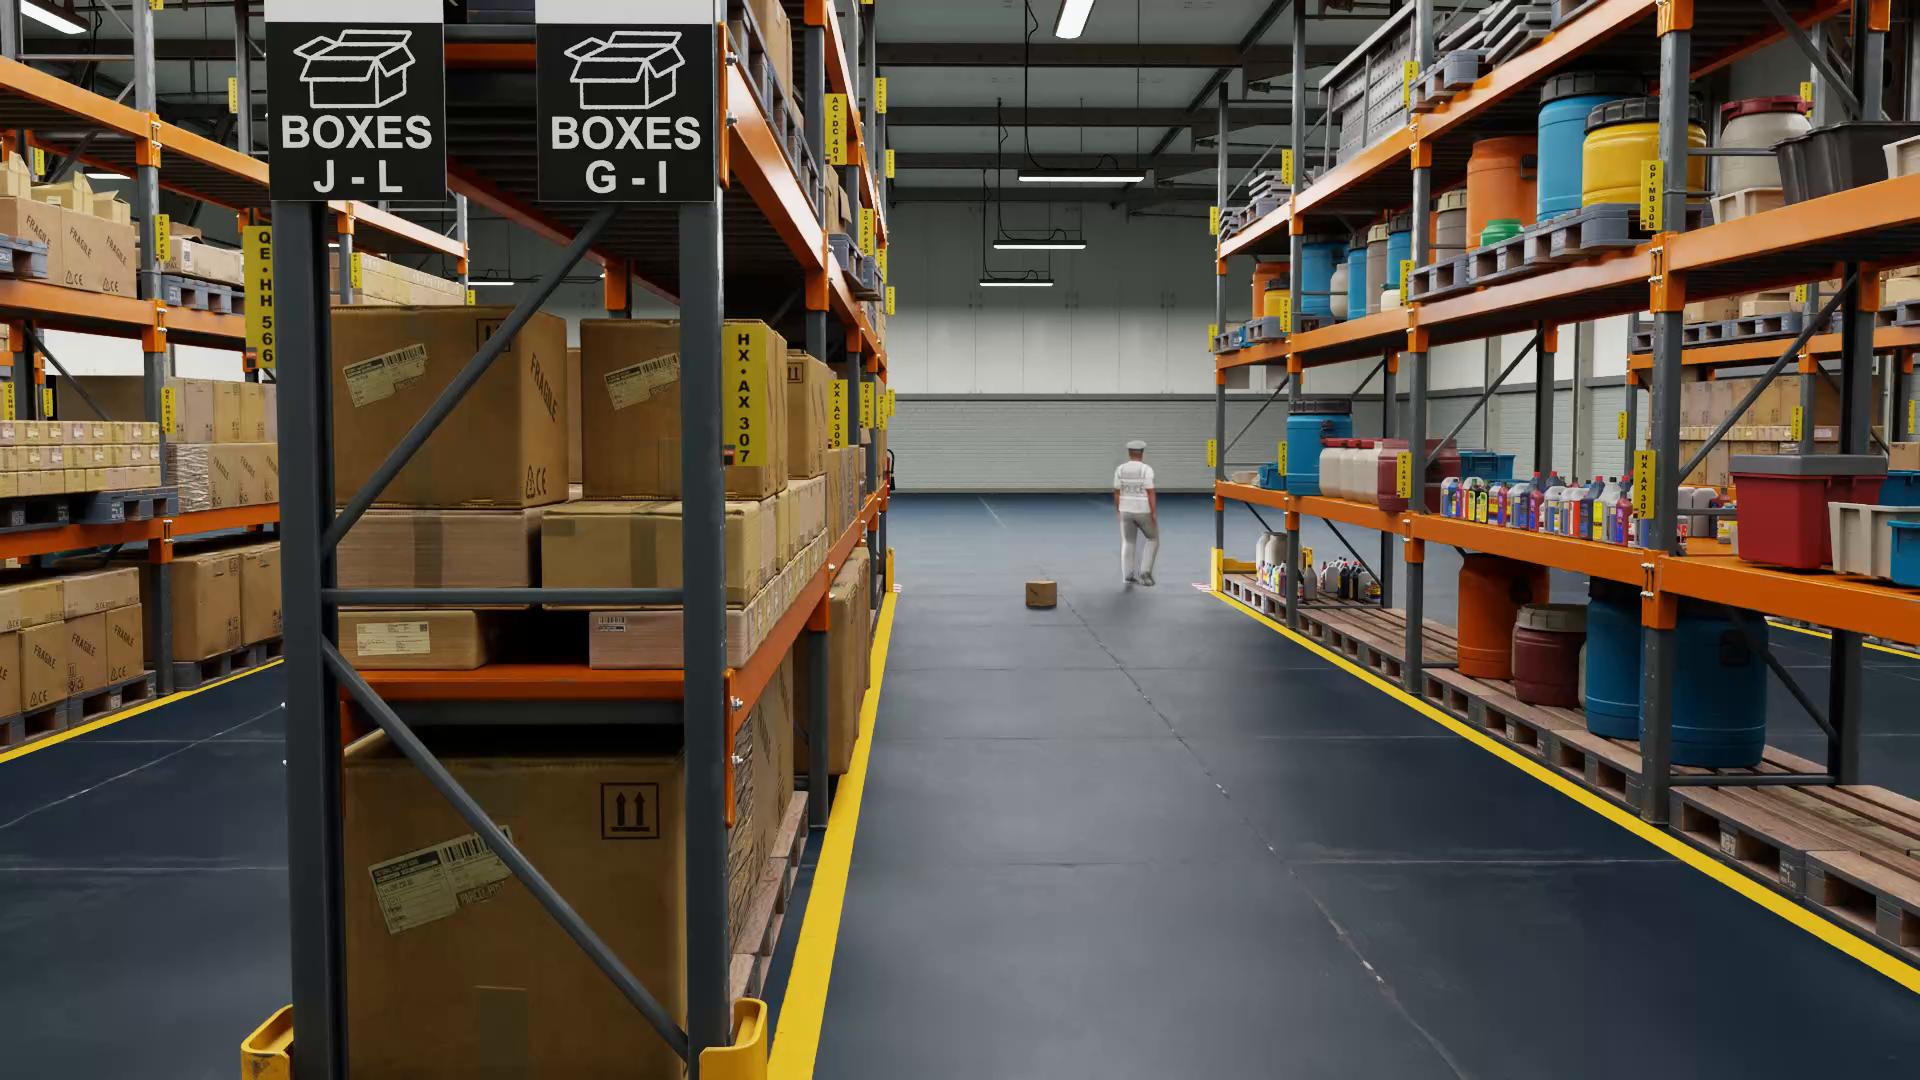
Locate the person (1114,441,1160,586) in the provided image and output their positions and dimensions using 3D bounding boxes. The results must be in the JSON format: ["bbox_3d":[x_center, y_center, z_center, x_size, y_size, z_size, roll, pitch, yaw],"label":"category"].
[{"bbox_3d":[2.191,-0.302,20.443,0.576,1.839,0.489,2,4,24],"label":"person"}]
